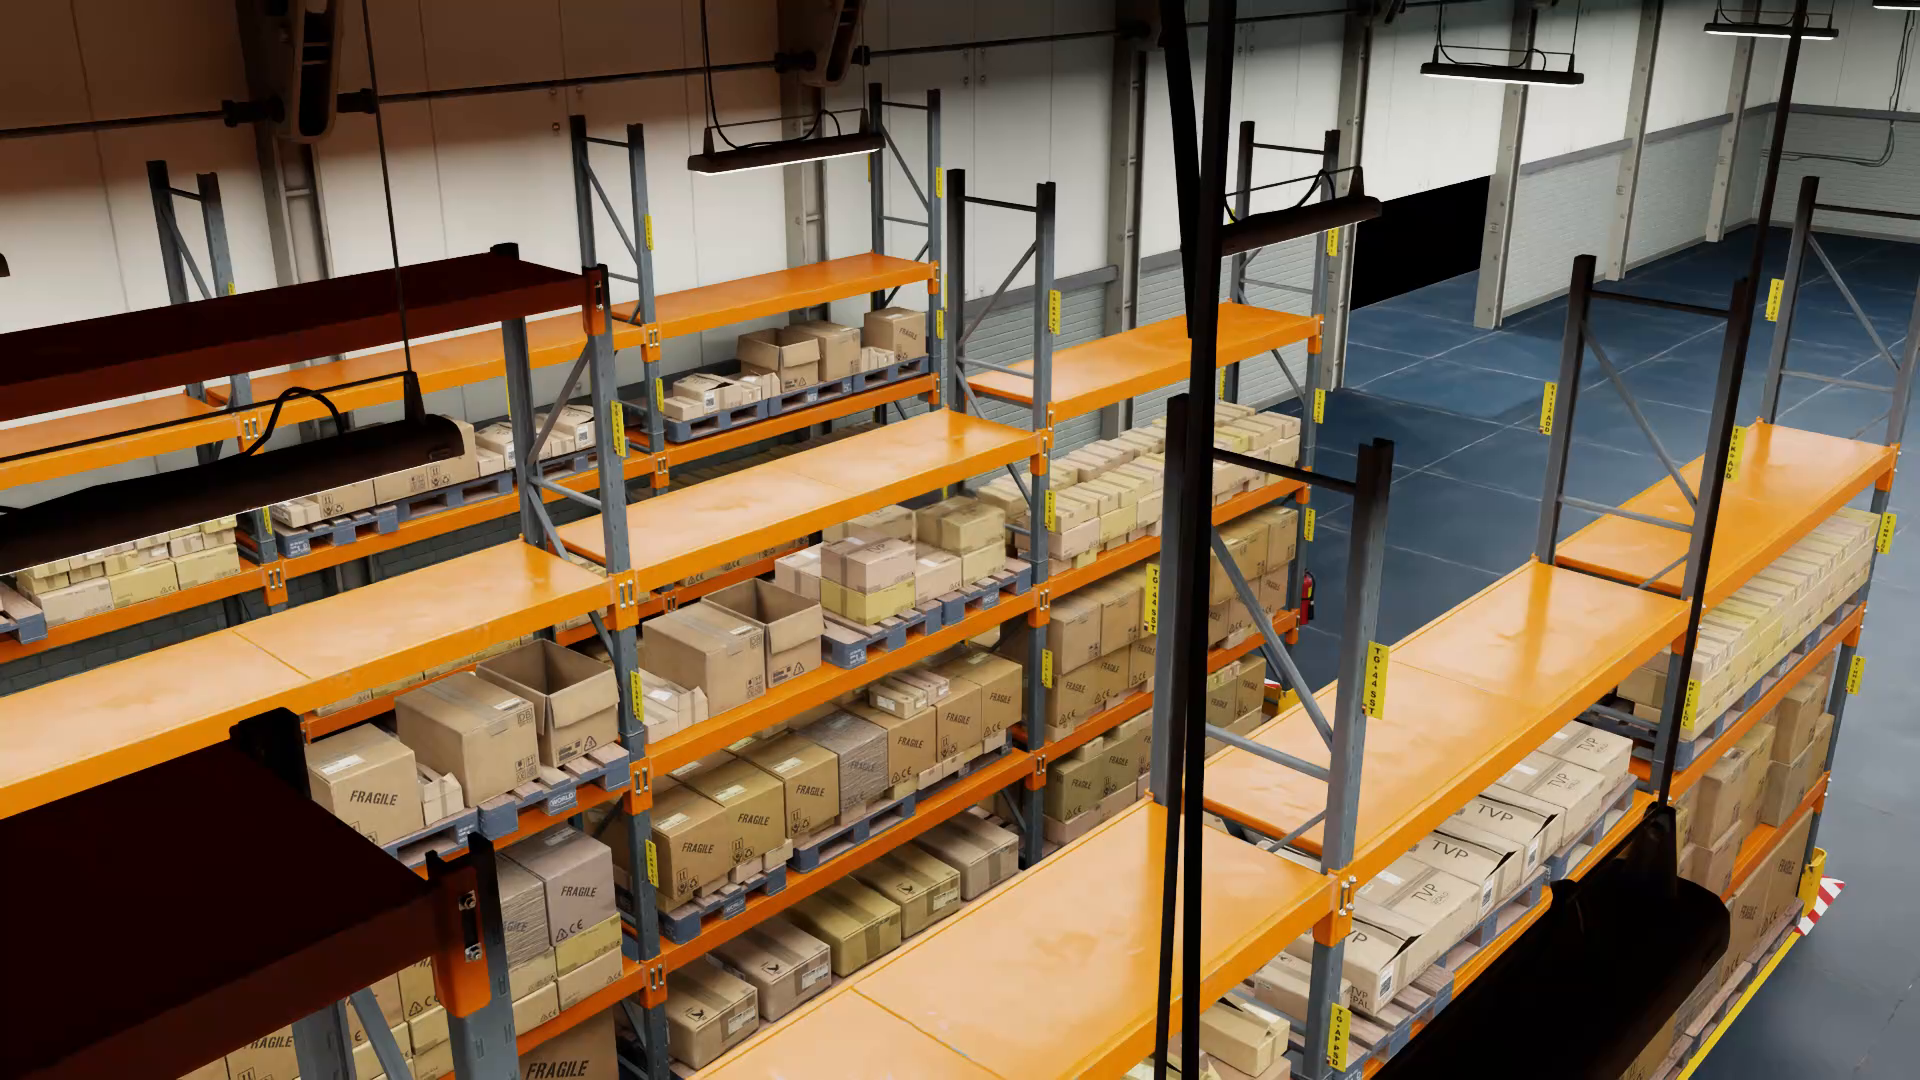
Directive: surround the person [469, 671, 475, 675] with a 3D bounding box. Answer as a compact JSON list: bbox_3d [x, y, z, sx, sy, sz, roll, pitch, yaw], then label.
[{"bbox_3d":[-4.169,1.947,14.533,0.602,1.790,0.467,3,21,8],"label":"person"}]
